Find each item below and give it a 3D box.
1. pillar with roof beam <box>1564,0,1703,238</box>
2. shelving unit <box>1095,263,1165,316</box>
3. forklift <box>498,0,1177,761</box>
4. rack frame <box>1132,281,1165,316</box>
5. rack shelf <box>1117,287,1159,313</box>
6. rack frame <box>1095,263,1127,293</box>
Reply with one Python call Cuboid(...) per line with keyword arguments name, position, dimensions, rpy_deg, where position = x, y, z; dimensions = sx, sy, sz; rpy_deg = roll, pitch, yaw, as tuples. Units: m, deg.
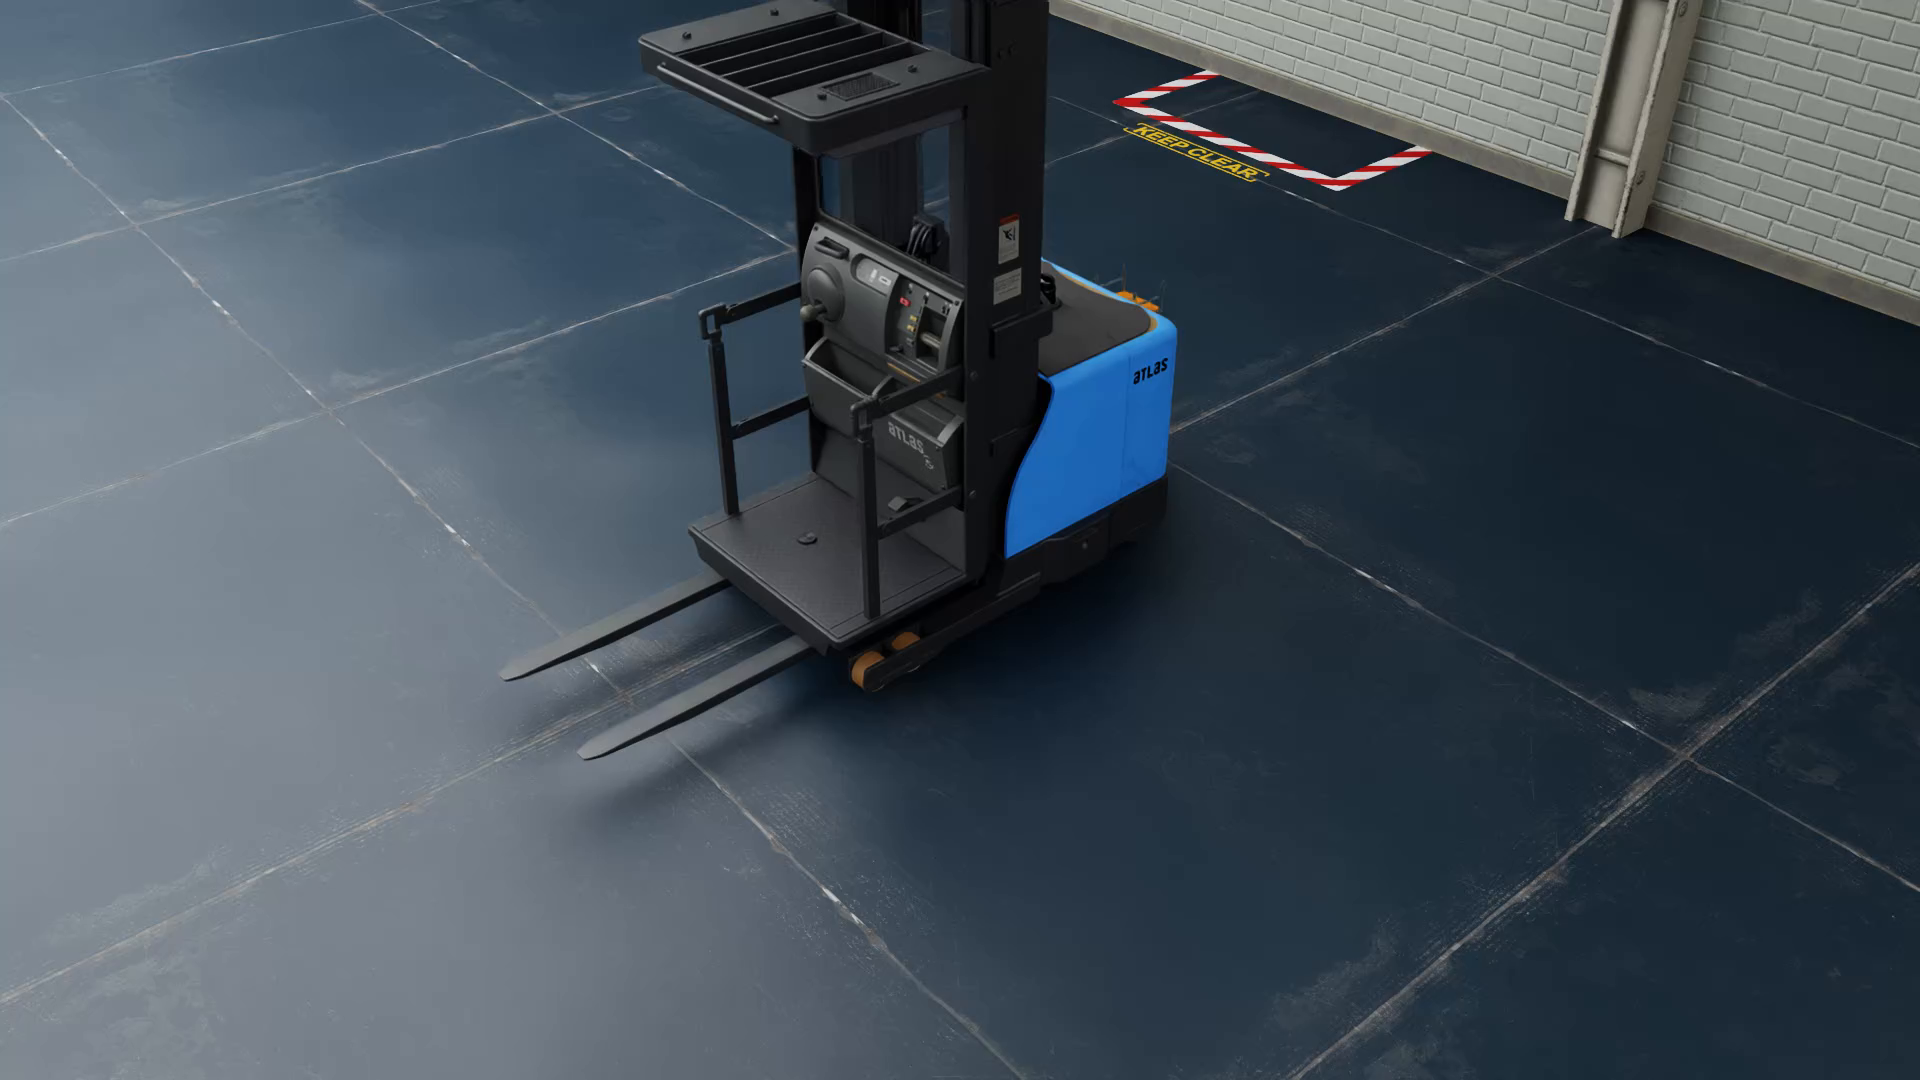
Cuboid(name="pillar with roof beam", position=(0.828, -4.098, 5.750), dimensions=(9.100, 9.000, 0.400), rpy_deg=(-26, 43, -32))
Cuboid(name="shelving unit", position=(0.770, -0.771, 7.925), dimensions=(0.215, 1.050, 0.252), rpy_deg=(-25, 42, -33))
Cuboid(name="forklift", position=(-0.479, -0.912, 6.502), dimensions=(3.031, 2.935, 1.130), rpy_deg=(-27, 43, -32))
Cuboid(name="rack frame", position=(0.849, -0.718, 7.850), dimensions=(0.200, 1.050, 0.008), rpy_deg=(-25, 42, -33))
Cuboid(name="rack shelf", position=(0.775, -0.996, 7.771), dimensions=(0.215, 0.259, 0.240), rpy_deg=(-25, 42, -33))
Cuboid(name="rack frame", position=(0.690, -0.824, 8.001), dimensions=(0.200, 1.050, 0.008), rpy_deg=(-25, 42, -33))
